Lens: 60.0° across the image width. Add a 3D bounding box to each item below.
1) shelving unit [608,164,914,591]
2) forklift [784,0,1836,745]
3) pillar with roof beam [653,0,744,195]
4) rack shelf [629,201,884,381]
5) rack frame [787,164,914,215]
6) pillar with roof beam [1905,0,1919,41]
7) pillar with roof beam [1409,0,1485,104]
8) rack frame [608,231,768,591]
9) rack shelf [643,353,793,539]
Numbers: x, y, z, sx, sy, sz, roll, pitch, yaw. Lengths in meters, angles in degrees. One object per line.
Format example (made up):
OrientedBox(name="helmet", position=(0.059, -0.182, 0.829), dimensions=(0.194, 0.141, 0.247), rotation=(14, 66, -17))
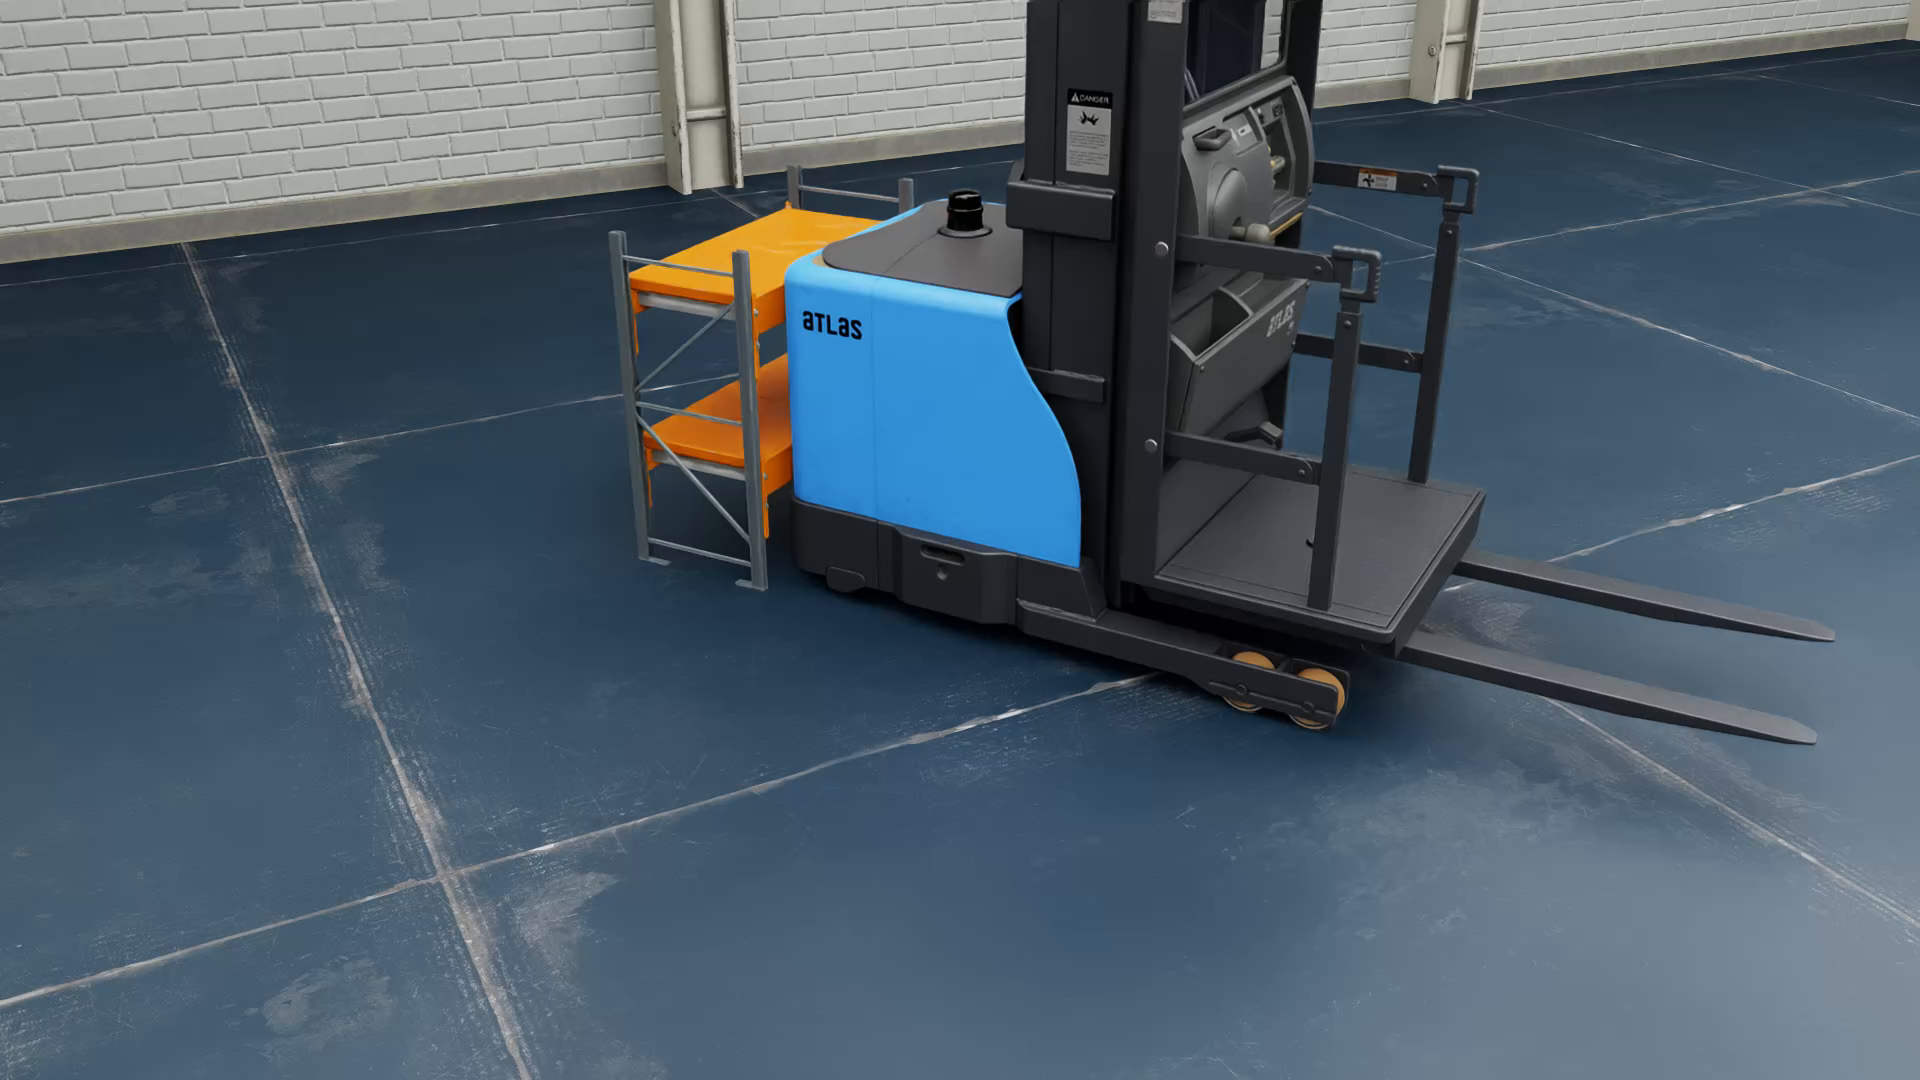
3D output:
OrientedBox(name="shelving unit", position=(-0.623, -0.592, 5.682), dimensions=(0.538, 1.125, 1.048), rotation=(13, 28, 24))
OrientedBox(name="forklift", position=(0.989, -1.055, 4.562), dimensions=(3.031, 2.935, 1.130), rotation=(14, 29, 26))
OrientedBox(name="pillar with roof beam", position=(0.442, -4.616, 4.967), dimensions=(0.400, 9.000, 9.100), rotation=(-13, 29, -25))
OrientedBox(name="rack shelf", position=(-0.623, -0.855, 5.556), dimensions=(0.538, 0.278, 1.000), rotation=(13, 28, 24))
OrientedBox(name="rack frame", position=(-0.390, -0.787, 6.090), dimensions=(0.500, 1.125, 0.032), rotation=(13, 28, 24))
OrientedBox(name="pillar with roof beam", position=(11.031, -7.060, 10.057), dimensions=(0.400, 9.000, 9.100), rotation=(-13, 29, -25))
OrientedBox(name="pillar with roof beam", position=(5.736, -5.838, 7.512), dimensions=(0.400, 9.000, 9.100), rotation=(-13, 29, -25))
OrientedBox(name="rack frame", position=(-0.855, -0.396, 5.275), dimensions=(0.500, 1.125, 0.032), rotation=(13, 28, 24))
OrientedBox(name="rack shelf", position=(-0.623, -0.371, 5.788), dimensions=(0.538, 0.278, 1.000), rotation=(13, 28, 24))
